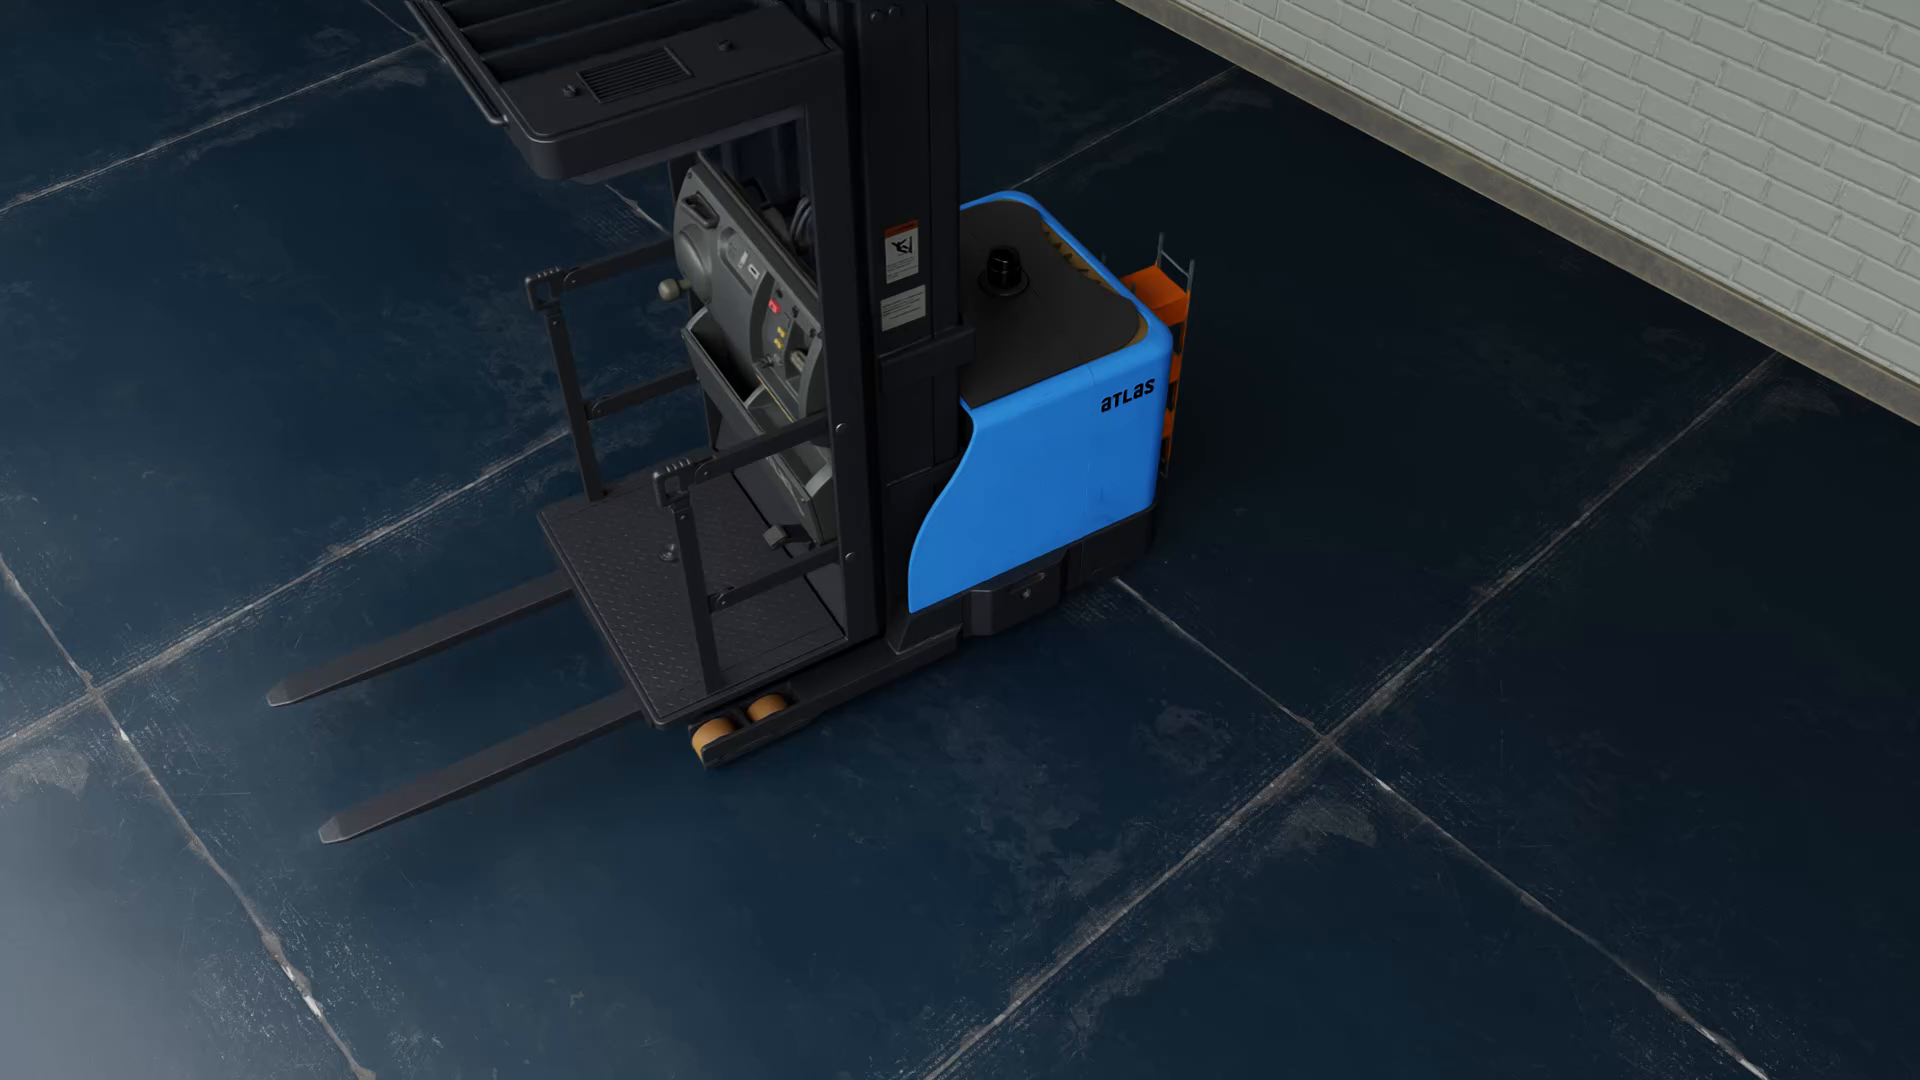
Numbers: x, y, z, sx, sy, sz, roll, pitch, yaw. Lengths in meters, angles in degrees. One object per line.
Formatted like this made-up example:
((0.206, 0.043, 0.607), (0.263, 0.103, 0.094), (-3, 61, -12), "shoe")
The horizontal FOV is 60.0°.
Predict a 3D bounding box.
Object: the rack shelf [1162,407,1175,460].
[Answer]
((0.647, -0.417, 6.313), (0.240, 0.259, 0.215), (-23, 52, -20), "rack shelf")

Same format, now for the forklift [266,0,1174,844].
((-0.815, -0.688, 4.891), (3.031, 2.935, 1.130), (-23, 52, -20), "forklift")

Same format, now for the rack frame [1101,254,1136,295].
((0.542, -0.567, 6.059), (0.008, 1.050, 0.200), (-23, 52, -20), "rack frame")

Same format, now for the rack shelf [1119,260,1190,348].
((0.647, -0.798, 5.900), (0.240, 0.259, 0.215), (-23, 52, -20), "rack shelf")

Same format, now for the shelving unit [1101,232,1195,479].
((0.647, -0.613, 6.101), (0.252, 1.050, 0.215), (-23, 52, -20), "shelving unit")

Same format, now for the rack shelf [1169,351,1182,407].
((0.647, -0.606, 6.109), (0.240, 0.259, 0.215), (-23, 52, -20), "rack shelf")

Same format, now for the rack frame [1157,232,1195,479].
((0.752, -0.658, 6.143), (0.008, 1.050, 0.200), (-23, 52, -20), "rack frame")
